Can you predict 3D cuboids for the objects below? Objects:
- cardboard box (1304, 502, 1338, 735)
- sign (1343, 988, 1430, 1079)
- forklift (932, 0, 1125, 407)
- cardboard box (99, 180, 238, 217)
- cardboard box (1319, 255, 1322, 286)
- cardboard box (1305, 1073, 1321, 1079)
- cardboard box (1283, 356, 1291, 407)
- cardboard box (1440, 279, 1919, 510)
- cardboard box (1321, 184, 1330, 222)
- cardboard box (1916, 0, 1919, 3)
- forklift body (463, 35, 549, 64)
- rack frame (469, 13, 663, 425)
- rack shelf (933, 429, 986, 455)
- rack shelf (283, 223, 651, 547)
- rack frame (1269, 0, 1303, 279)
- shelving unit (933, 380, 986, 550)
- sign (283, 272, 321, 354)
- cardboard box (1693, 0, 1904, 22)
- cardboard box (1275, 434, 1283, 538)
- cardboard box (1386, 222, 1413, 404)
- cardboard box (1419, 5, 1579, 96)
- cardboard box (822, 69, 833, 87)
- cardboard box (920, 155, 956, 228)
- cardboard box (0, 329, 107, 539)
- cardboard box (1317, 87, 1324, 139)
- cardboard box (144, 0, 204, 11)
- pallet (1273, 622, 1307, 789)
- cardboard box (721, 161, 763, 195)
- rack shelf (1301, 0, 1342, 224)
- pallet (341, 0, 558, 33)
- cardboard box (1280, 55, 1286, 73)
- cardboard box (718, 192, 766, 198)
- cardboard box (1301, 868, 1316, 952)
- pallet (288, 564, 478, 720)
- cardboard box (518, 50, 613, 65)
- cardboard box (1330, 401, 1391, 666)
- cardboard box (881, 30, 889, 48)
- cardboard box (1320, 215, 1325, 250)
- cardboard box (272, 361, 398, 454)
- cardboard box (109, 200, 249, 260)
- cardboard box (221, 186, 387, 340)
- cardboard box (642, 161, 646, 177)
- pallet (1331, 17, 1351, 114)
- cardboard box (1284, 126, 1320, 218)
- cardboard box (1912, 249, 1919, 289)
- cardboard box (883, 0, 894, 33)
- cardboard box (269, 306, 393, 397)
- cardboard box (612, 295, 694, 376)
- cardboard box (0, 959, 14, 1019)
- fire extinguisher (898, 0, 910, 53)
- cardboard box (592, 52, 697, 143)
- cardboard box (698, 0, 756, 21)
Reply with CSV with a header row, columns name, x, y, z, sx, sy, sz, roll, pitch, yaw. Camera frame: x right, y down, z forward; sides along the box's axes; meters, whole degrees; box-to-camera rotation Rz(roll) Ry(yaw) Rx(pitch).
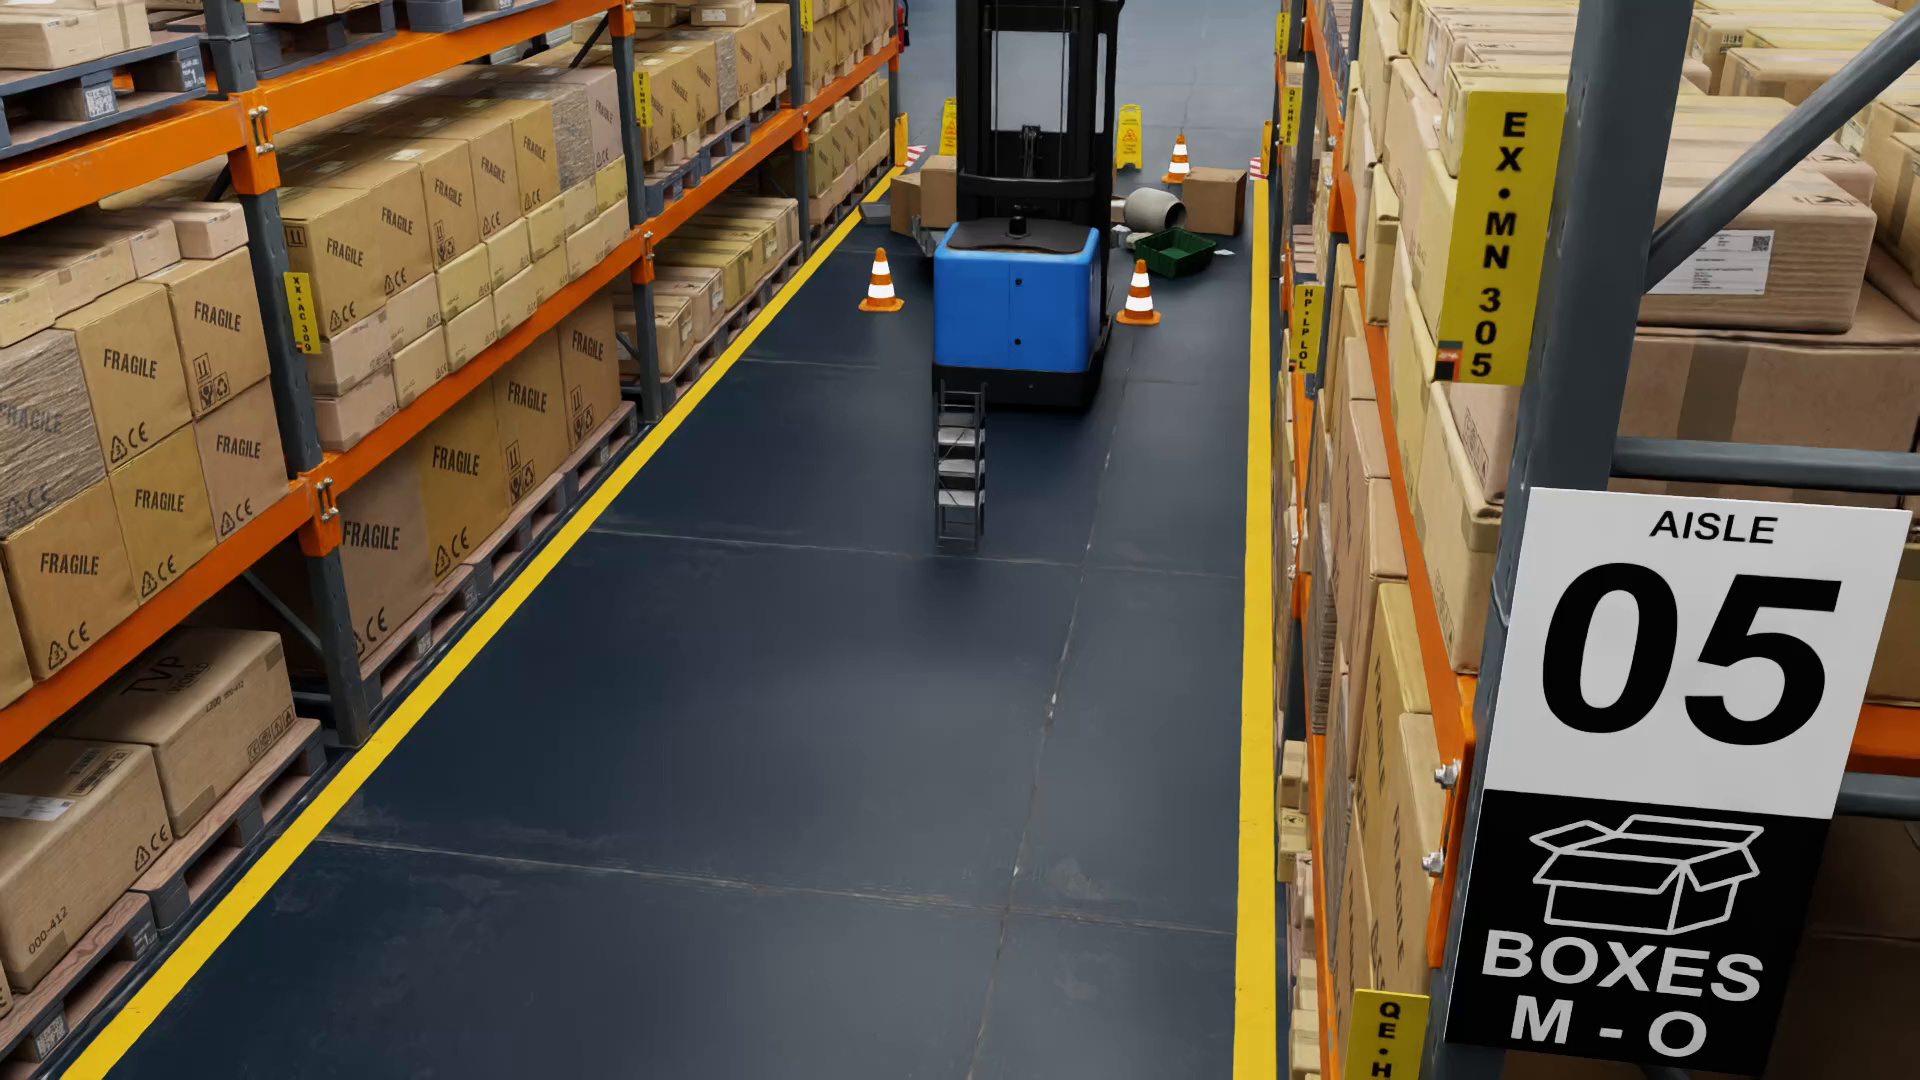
name,x,y,z,sx,sy,sz,roll,pitch,yaw
cardboard box,1.267,0.232,4.746,0.500,0.500,0.500,3,25,7
sign,0.590,0.766,2.337,0.100,0.325,0.005,4,25,9
forklift,0.556,-2.800,11.774,1.130,2.935,3.031,4,25,8
cardboard box,-3.287,-1.196,6.969,0.500,0.500,0.500,5,26,10
cardboard box,1.998,-1.319,8.332,0.380,0.149,0.250,5,26,10
cardboard box,1.154,1.665,4.671,0.380,0.149,0.250,5,26,11
cardboard box,2.007,-0.780,8.946,0.500,0.250,0.500,4,25,8
cardboard box,0.958,-0.247,2.289,0.500,0.250,0.500,3,25,7
cardboard box,2.045,-1.706,8.456,0.380,0.149,0.250,3,25,6
cardboard box,7.855,-4.202,13.041,0.500,0.500,0.500,4,25,9
forklift body,-4.559,-4.551,16.435,2.313,2.155,1.214,4,25,9
rack frame,-2.458,-2.166,10.340,1.000,3.000,0.127,4,25,9
rack shelf,-0.001,-0.537,8.990,0.258,0.077,0.200,4,25,9
rack shelf,-2.785,-1.004,8.706,1.077,0.370,4.000,4,25,9
rack frame,3.095,-3.539,13.272,1.000,3.000,0.127,4,25,9
shelving unit,-0.001,-0.404,9.052,0.258,0.900,0.210,4,25,9
sign,-2.564,-0.884,6.485,0.100,0.325,0.005,4,25,9
cardboard box,1.799,-1.091,3.620,0.380,0.149,0.250,4,25,8
cardboard box,1.916,-0.220,8.635,0.500,0.500,0.500,3,25,7
cardboard box,1.118,-0.439,3.289,0.500,0.250,0.500,5,26,11
cardboard box,1.172,-1.019,3.467,0.380,0.149,0.250,3,25,7
cardboard box,-1.358,-4.159,14.893,0.380,0.149,0.250,5,26,10
cardboard box,-0.044,-2.939,14.047,0.500,0.500,0.500,4,25,9
cardboard box,-3.082,-0.350,5.162,0.500,0.500,0.500,4,25,9
cardboard box,2.606,-2.763,10.316,0.700,0.500,0.500,4,25,8
cardboard box,-3.175,-2.385,6.879,0.500,0.311,0.500,4,25,9
pallet,1.914,0.744,7.411,1.003,0.211,1.213,4,25,9
cardboard box,-1.973,-3.390,14.817,0.500,0.500,0.500,4,25,8
rack shelf,2.115,-2.062,7.427,1.077,0.370,4.000,4,25,9
pallet,-2.691,-2.699,8.161,1.003,0.211,1.213,5,26,11
cardboard box,3.449,-4.664,15.499,0.875,0.550,0.550,4,25,9
cardboard box,-1.973,-3.050,14.976,0.500,0.250,0.500,5,26,11
cardboard box,1.289,1.200,5.313,0.380,0.149,0.250,5,25,10
pallet,-3.060,0.441,8.058,1.003,0.211,1.213,4,25,9
cardboard box,-2.585,-2.963,11.078,0.500,0.500,0.500,4,25,8
cardboard box,1.206,-0.013,4.091,0.500,0.500,0.500,3,25,7
cardboard box,-0.933,-5.114,16.933,0.380,0.149,0.250,4,25,8
cardboard box,2.041,-1.558,8.490,0.380,0.149,0.250,4,25,9
cardboard box,-2.780,-0.591,7.152,0.500,0.250,0.500,3,25,7
cardboard box,-2.848,-1.135,6.073,0.380,0.149,0.250,4,25,7
cardboard box,-2.757,-1.156,6.884,0.500,0.500,0.500,4,25,9
cardboard box,-2.222,-2.366,10.567,0.380,0.149,0.250,3,25,5
pallet,1.994,-1.717,6.063,1.213,0.211,1.003,4,25,9
cardboard box,2.333,-2.327,10.564,0.500,0.500,0.500,4,25,9
cardboard box,1.412,-0.337,2.011,0.380,0.149,0.250,4,25,8
cardboard box,-0.968,-5.446,16.878,0.500,0.500,0.500,4,25,8
cardboard box,-2.762,-0.817,7.043,0.500,0.250,0.500,3,25,7
cardboard box,-2.356,-1.402,11.312,0.950,0.372,0.625,2,25,5
cardboard box,-3.615,1.483,5.070,0.875,0.438,0.875,5,25,10
fire extinguisher,-0.678,-5.493,17.539,0.296,0.674,0.183,4,25,9
cardboard box,-2.078,-2.927,11.001,0.500,0.500,0.500,5,26,11
cardboard box,-1.757,-4.006,12.540,0.380,0.149,0.250,3,25,7
